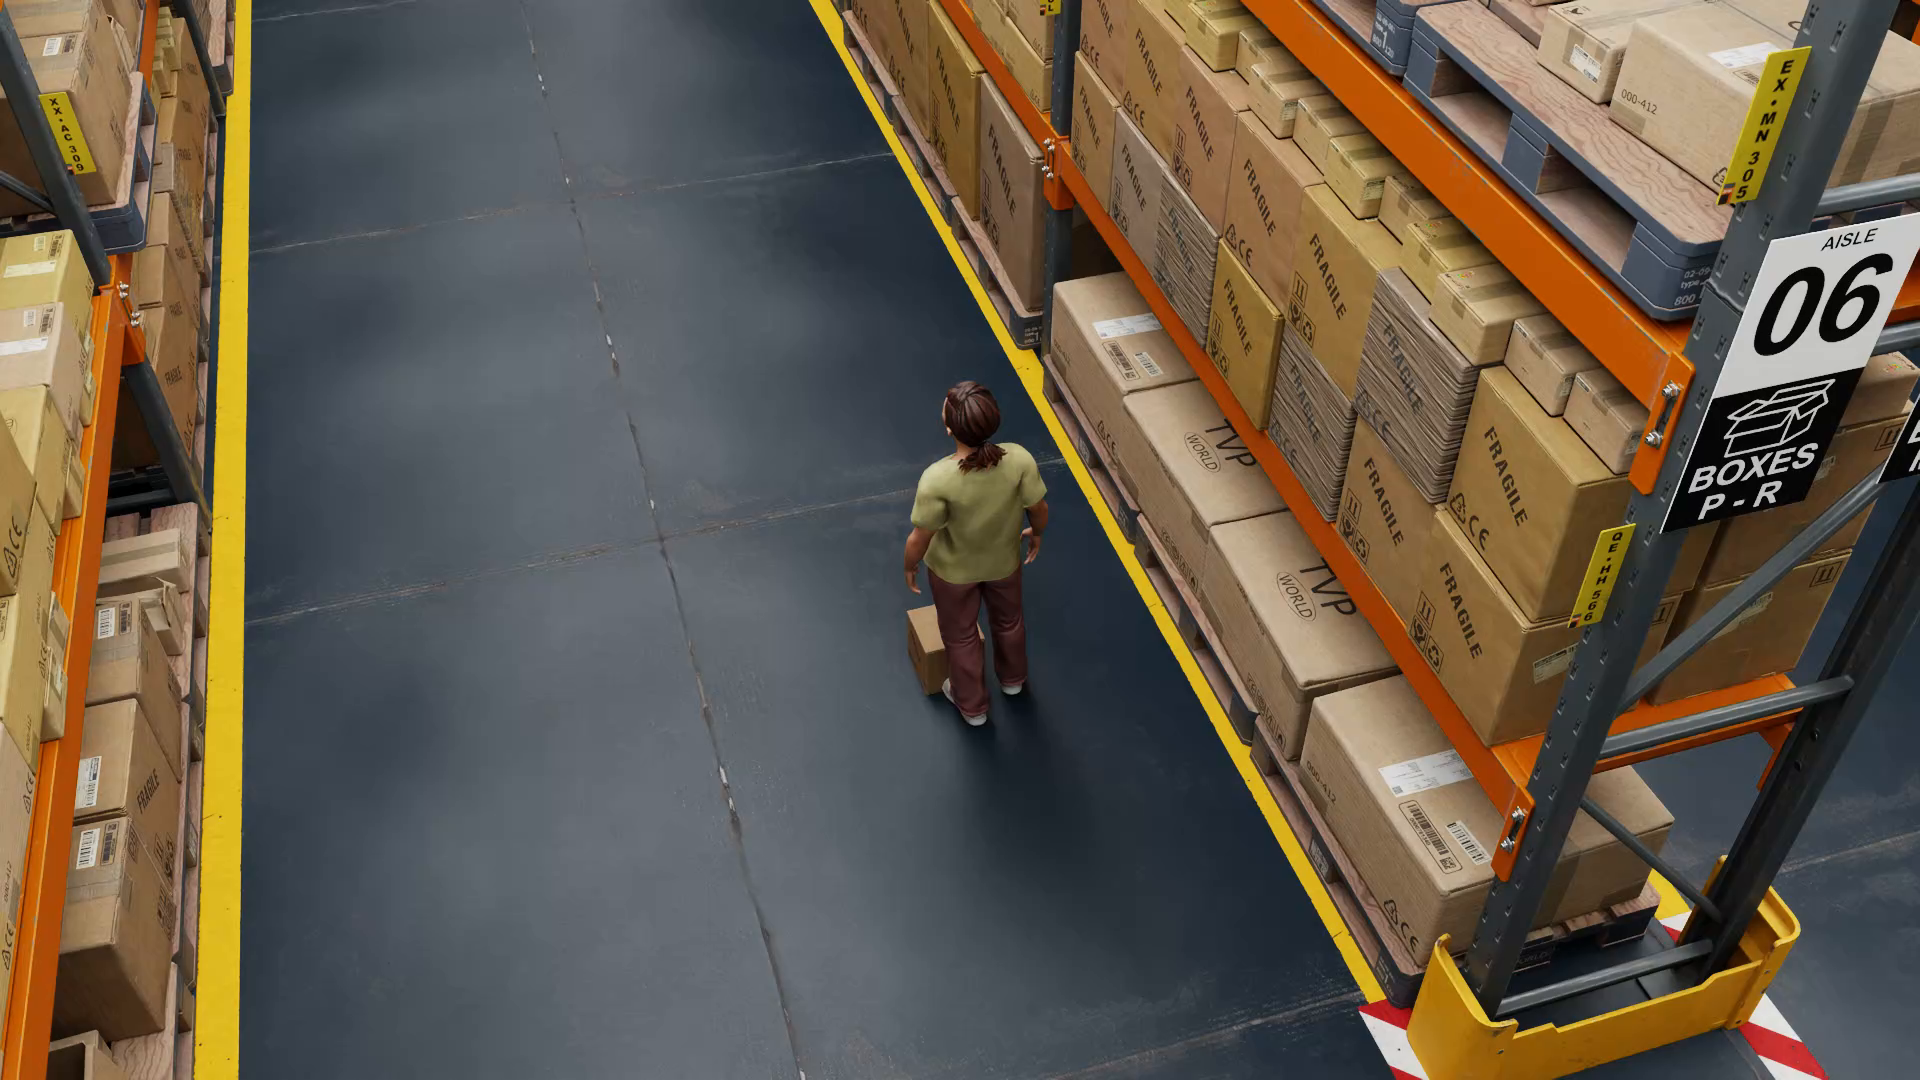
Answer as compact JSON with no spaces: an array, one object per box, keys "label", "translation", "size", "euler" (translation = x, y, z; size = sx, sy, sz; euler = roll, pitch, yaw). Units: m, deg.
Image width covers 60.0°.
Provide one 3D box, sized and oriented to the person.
[{"label":"person","translation":[0.038,0.031,6.114],"size":[0.554,1.673,0.547],"euler":[-12,44,-13]}]
